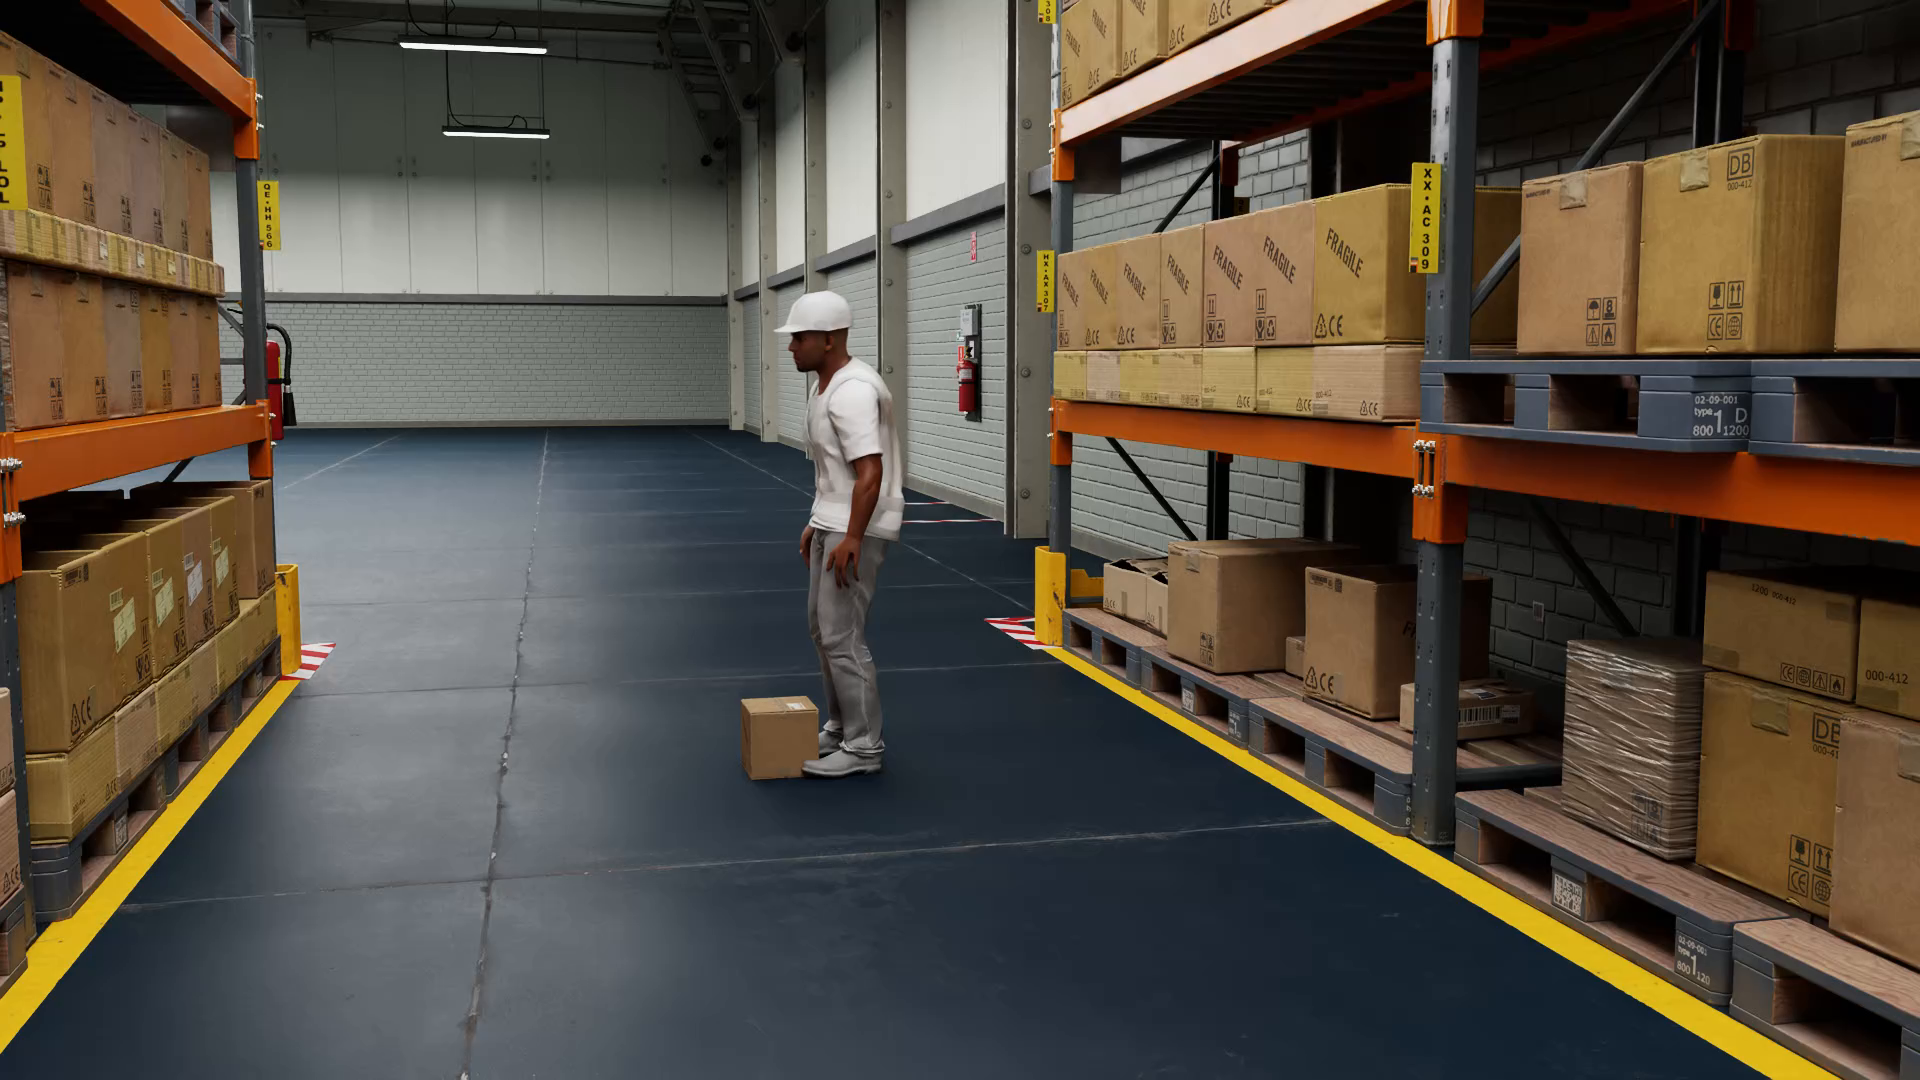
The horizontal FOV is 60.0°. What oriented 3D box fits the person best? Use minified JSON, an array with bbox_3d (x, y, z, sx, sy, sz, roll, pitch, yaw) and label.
[{"bbox_3d":[-0.449,-0.027,6.122,0.459,1.761,0.638,-2,6,-16],"label":"person"}]
